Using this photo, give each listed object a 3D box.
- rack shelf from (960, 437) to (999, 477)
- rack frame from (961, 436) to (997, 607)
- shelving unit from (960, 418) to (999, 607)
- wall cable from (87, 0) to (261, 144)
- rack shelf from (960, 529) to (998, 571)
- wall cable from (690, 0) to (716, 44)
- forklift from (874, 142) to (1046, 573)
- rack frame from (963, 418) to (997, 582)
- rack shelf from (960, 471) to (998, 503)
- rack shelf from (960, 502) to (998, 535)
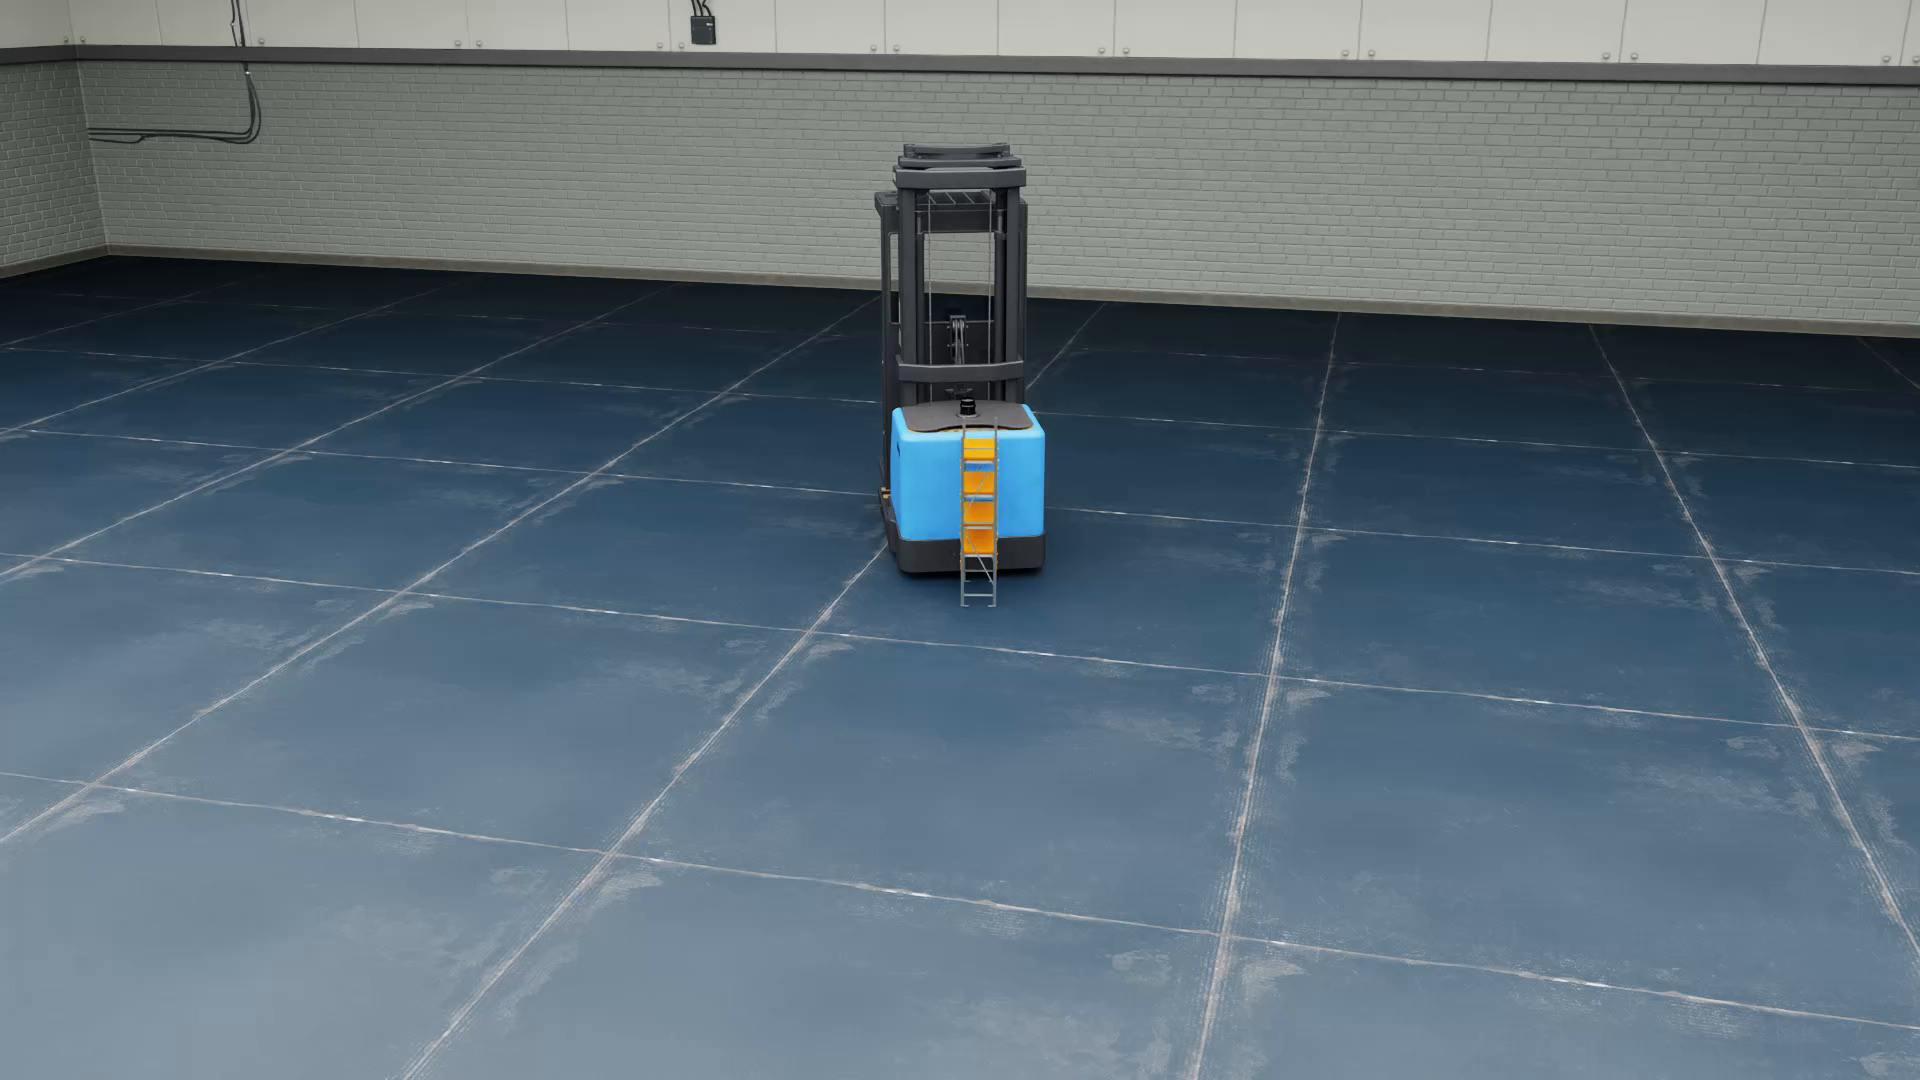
[{"bbox_3d":[0.132,-0.565,11.268,0.258,0.148,0.480,0,19,1],"label":"rack shelf"},{"bbox_3d":[0.127,-0.114,11.165,0.240,1.200,0.015,0,19,1],"label":"rack frame"},{"bbox_3d":[0.132,-0.193,11.395,0.258,1.200,0.503,0,19,1],"label":"shelving unit"},{"bbox_3d":[-11.645,-7.037,24.172,3.097,2.526,0.112,5,19,13],"label":"wall cable"},{"bbox_3d":[0.132,0.059,11.481,0.258,0.148,0.480,0,19,1],"label":"rack shelf"},{"bbox_3d":[-2.443,-9.361,20.911,2.305,6.003,0.169,5,19,13],"label":"wall cable"},{"bbox_3d":[-0.072,-1.589,12.807,1.130,2.935,3.031,-2,19,-6],"label":"forklift"},{"bbox_3d":[0.137,-0.272,11.626,0.240,1.200,0.015,0,19,1],"label":"rack frame"},{"bbox_3d":[0.132,-0.341,11.345,0.258,0.148,0.480,0,19,1],"label":"rack shelf"},{"bbox_3d":[0.132,-0.129,11.417,0.258,0.148,0.480,0,19,1],"label":"rack shelf"}]
